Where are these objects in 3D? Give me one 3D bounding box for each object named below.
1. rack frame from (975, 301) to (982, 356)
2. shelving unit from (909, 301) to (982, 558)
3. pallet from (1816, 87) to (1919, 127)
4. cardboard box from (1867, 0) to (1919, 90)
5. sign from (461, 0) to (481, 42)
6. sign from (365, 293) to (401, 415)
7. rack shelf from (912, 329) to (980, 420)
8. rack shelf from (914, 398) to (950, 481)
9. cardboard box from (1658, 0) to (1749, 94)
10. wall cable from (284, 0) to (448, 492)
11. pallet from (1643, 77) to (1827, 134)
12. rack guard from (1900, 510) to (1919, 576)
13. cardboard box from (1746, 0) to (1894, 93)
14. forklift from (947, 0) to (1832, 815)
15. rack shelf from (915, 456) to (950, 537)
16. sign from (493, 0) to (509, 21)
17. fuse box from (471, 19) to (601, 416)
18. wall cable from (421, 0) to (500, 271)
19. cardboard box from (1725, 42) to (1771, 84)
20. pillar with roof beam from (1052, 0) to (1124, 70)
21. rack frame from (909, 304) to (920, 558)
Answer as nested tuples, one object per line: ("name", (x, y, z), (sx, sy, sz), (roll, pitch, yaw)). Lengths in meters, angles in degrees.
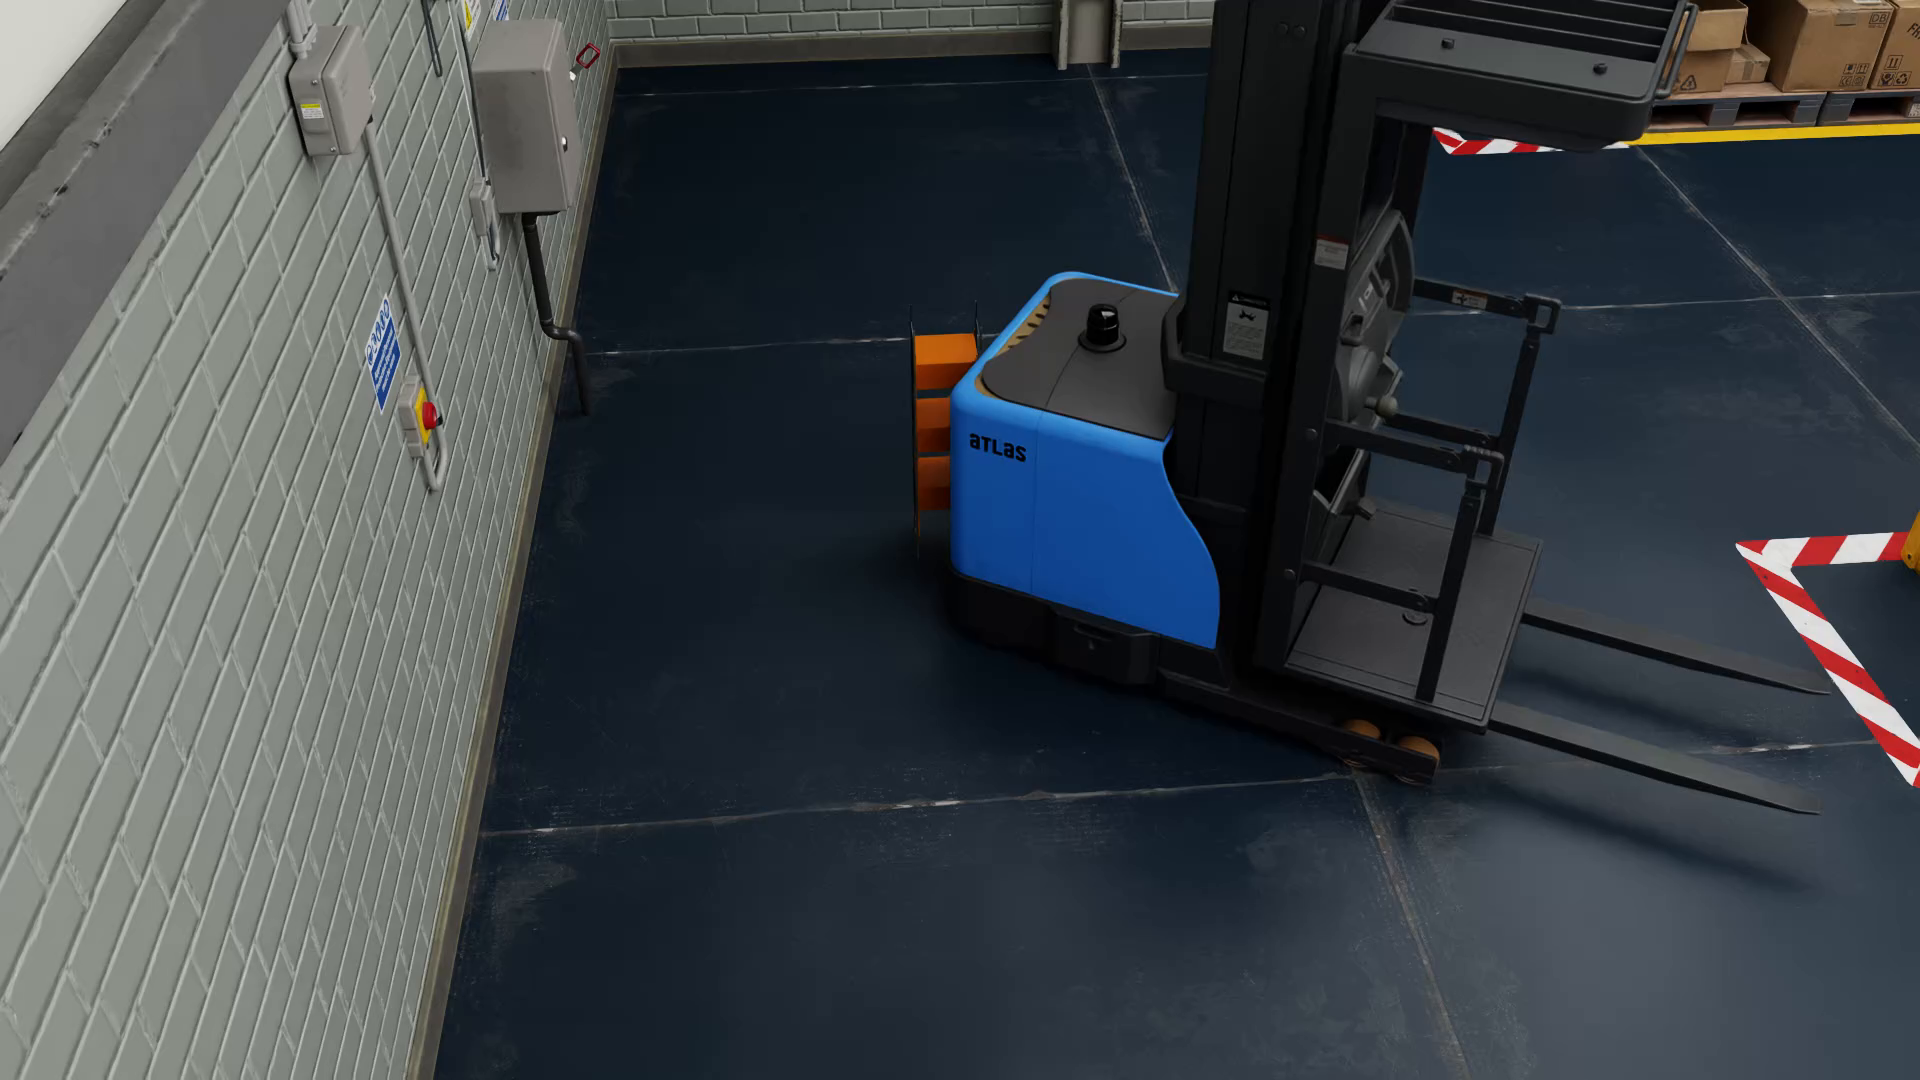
("rack frame", (0.068, -0.416, 6.430), (0.008, 1.050, 0.200), (-3, 38, -4))
("shelving unit", (-0.053, -0.409, 6.421), (0.252, 1.050, 0.215), (-3, 38, -4))
("pallet", (5.649, -2.871, 10.218), (1.213, 0.211, 1.003), (-3, 38, -4))
("cardboard box", (5.575, -3.001, 9.811), (0.500, 0.500, 0.500), (-2, 38, -3))
("sign", (-1.847, -2.049, 6.259), (0.001, 0.242, 0.339), (-3, 38, -4))
("sign", (-1.661, -0.539, 4.793), (0.001, 0.218, 0.327), (-3, 38, -4))
("rack shelf", (-0.053, -0.624, 6.252), (0.240, 0.259, 0.215), (-3, 38, -4))
("rack shelf", (-0.053, -0.401, 6.428), (0.240, 0.259, 0.215), (-3, 38, -4))
("cardboard box", (4.184, -3.012, 9.822), (0.637, 0.503, 0.797), (-5, 39, -6))
("wall cable", (-1.604, -0.877, 4.595), (0.123, 1.953, 0.585), (-3, 38, -4))
("pallet", (4.436, -2.806, 10.136), (1.213, 0.211, 1.003), (-3, 38, -4))
("rack guard", (3.986, 0.193, 6.102), (0.348, 0.500, 1.175), (-3, 38, -4))
("cardboard box", (5.039, -3.034, 9.852), (0.500, 0.500, 0.700), (-2, 38, -2))
("forklift", (1.509, -0.691, 5.260), (3.031, 2.935, 1.130), (16, 41, 20))
("rack shelf", (-0.053, -0.183, 6.600), (0.240, 0.259, 0.215), (-3, 38, -4))
("sign", (-1.895, -2.026, 6.973), (0.001, 0.494, 0.329), (-3, 38, -4))
("fuse box", (-1.645, -1.264, 6.971), (0.414, 1.711, 0.539), (-3, 38, -4))
("wall cable", (-1.742, -1.739, 5.713), (0.122, 1.984, 0.588), (-3, 38, -4))
("cardboard box", (4.611, -2.872, 9.931), (0.250, 0.149, 0.380), (-5, 39, -6))
("pillar with roof beam", (1.182, -3.959, 4.503), (0.400, 9.000, 9.100), (-3, 38, -4))
("rack frame", (-0.175, -0.403, 6.413), (0.008, 1.050, 0.200), (-3, 38, -4))
